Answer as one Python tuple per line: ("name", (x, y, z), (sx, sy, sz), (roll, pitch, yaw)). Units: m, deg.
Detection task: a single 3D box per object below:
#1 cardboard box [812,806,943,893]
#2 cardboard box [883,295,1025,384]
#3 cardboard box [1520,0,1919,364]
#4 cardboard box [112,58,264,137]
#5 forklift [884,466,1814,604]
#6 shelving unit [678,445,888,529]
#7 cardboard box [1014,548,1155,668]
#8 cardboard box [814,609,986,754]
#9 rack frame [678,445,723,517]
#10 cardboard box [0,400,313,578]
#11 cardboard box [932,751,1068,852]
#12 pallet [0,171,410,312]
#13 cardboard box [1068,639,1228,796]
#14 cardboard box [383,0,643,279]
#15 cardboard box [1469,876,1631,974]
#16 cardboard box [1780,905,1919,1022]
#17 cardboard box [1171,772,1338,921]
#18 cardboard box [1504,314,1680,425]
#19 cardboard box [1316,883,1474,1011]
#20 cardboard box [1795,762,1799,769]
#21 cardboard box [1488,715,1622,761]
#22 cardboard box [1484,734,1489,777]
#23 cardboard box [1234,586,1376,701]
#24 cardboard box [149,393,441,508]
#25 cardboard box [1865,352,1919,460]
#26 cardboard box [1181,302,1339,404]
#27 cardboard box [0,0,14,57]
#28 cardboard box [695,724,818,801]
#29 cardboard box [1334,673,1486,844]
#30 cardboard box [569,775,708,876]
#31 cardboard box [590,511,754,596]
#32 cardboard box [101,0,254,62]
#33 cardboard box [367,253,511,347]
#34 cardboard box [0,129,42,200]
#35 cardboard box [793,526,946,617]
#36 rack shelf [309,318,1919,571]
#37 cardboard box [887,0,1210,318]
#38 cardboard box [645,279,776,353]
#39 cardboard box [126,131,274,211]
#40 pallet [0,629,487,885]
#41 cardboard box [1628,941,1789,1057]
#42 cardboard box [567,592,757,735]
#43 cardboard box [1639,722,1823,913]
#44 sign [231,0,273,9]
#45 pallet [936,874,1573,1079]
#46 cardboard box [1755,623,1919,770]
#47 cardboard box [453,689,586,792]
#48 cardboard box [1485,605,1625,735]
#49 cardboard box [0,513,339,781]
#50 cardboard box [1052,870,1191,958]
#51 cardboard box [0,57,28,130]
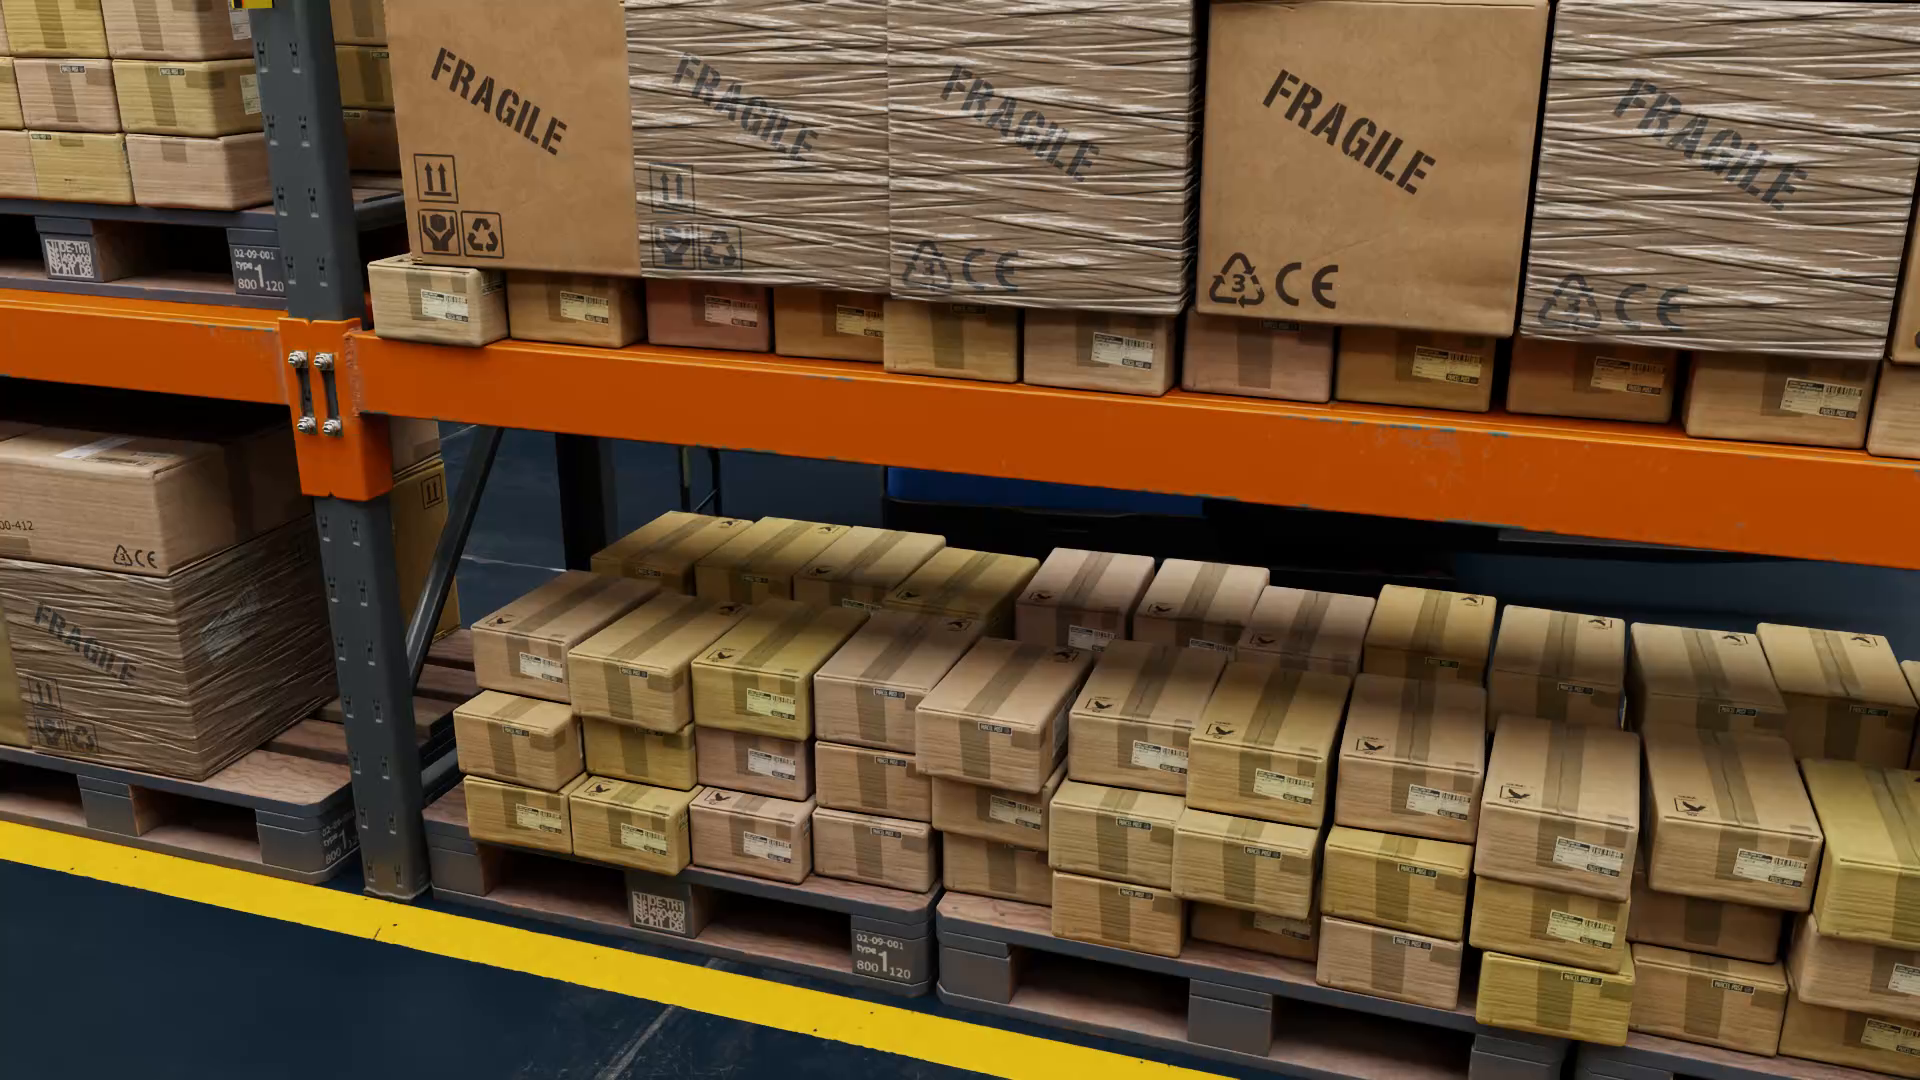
("cardboard box", (-0.127, 0.578, 3.553), (0.250, 0.149, 0.380), (6, 20, 17))
("cardboard box", (0.044, -0.413, 3.086), (0.250, 0.149, 0.380), (7, 20, 19))
("cardboard box", (1.177, -0.593, 2.617), (0.500, 0.500, 0.500), (7, 20, 18))
("cardboard box", (-1.566, -0.962, 3.570), (0.250, 0.149, 0.380), (7, 20, 20))
("forklift", (1.309, -1.309, 5.379), (3.031, 2.935, 1.130), (3, 19, 9))
("shelving unit", (-0.587, -0.716, 5.853), (0.755, 1.500, 0.431), (3, 19, 9))
("cardboard box", (0.294, 0.157, 3.857), (0.250, 0.149, 0.380), (6, 20, 15))
("cardboard box", (-0.118, 0.290, 3.477), (0.250, 0.149, 0.380), (6, 20, 17))
("rack frame", (-0.948, -0.736, 5.909), (0.023, 1.500, 0.400), (3, 19, 9))
("cardboard box", (-1.912, -0.134, 3.924), (0.500, 0.250, 0.500), (6, 20, 17))
("cardboard box", (0.129, 0.468, 3.419), (0.250, 0.149, 0.380), (8, 21, 21))
("pallet", (-1.799, -0.797, 4.098), (1.213, 0.211, 1.003), (7, 20, 18))
("cardboard box", (0.380, 0.346, 3.314), (0.250, 0.149, 0.380), (6, 20, 16))
("cardboard box", (-0.740, -0.816, 3.256), (0.500, 0.500, 0.500), (6, 20, 17))
("cardboard box", (1.076, 0.604, 3.029), (0.250, 0.149, 0.380), (7, 20, 19))
("cardboard box", (1.570, 0.656, 2.880), (0.250, 0.149, 0.380), (6, 20, 16))
("cardboard box", (0.571, 0.549, 3.185), (0.250, 0.149, 0.380), (7, 20, 19))
("cardboard box", (1.065, -0.323, 2.828), (0.250, 0.149, 0.380), (6, 20, 16))
("cardboard box", (0.839, 0.710, 3.176), (0.250, 0.149, 0.380), (7, 20, 19))
("cardboard box", (1.742, 0.497, 3.335), (0.250, 0.149, 0.380), (7, 20, 19))
("cardboard box", (1.254, 0.436, 3.508), (0.250, 0.149, 0.380), (6, 20, 15))
("cardboard box", (1.068, 0.523, 3.713), (0.250, 0.149, 0.380), (6, 20, 15))
("cardboard box", (0.751, 0.243, 3.610), (0.250, 0.149, 0.380), (7, 20, 18))
("cardboard box", (-1.737, -0.294, 4.383), (0.500, 0.250, 0.500), (6, 20, 16))
("cardboard box", (1.539, -0.238, 2.583), (0.250, 0.149, 0.380), (7, 20, 20))
("cardboard box", (0.563, -0.367, 2.955), (0.250, 0.149, 0.380), (7, 21, 20))
("cardboard box", (-2.066, -1.161, 3.688), (0.250, 0.149, 0.380), (6, 20, 16))
("cardboard box", (-0.377, 0.401, 3.611), (0.250, 0.149, 0.380), (6, 20, 18))
("cardboard box", (0.857, 0.405, 3.147), (0.250, 0.149, 0.380), (6, 20, 16))
("cardboard box", (-0.635, 0.556, 3.618), (0.250, 0.149, 0.380), (7, 20, 20))
("cardboard box", (-0.704, 0.064, 4.124), (0.250, 0.149, 0.380), (7, 20, 20))
("cardboard box", (-1.568, -1.103, 3.524), (0.250, 0.149, 0.380), (8, 21, 21))
("cardboard box", (-0.965, -0.509, 3.361), (0.250, 0.149, 0.380), (7, 21, 20))
("cardboard box", (-2.046, -0.876, 3.777), (0.250, 0.149, 0.380), (6, 20, 18))
("cardboard box", (-0.212, 0.104, 4.009), (0.250, 0.149, 0.380), (6, 20, 18))
("rack shelf", (0.764, -0.204, 3.198), (4.000, 0.370, 1.077), (7, 20, 18))
("cardboard box", (0.194, -0.699, 2.921), (0.500, 0.500, 0.500), (6, 20, 17))
("cardboard box", (-0.428, -0.492, 3.312), (0.250, 0.149, 0.380), (6, 20, 16))
("cardboard box", (-1.565, -0.821, 3.618), (0.250, 0.149, 0.380), (6, 20, 17))
("pallet", (-1.861, 0.473, 4.398), (1.213, 0.211, 1.003), (7, 20, 18))
("cardboard box", (1.353, 0.754, 3.050), (0.250, 0.149, 0.380), (7, 20, 19))
("cardboard box", (-0.627, 0.257, 3.572), (0.250, 0.149, 0.380), (8, 21, 21))
("cardboard box", (1.341, 0.479, 2.933), (0.250, 0.149, 0.380), (6, 20, 16))
("sign", (-1.304, -1.134, 3.013), (0.005, 0.325, 0.100), (7, 20, 18))
("pallet", (0.677, 0.749, 3.605), (1.213, 0.211, 1.003), (7, 20, 18))
("cardboard box", (1.774, 0.317, 3.398), (0.250, 0.149, 0.380), (6, 20, 18))
("cardboard box", (-0.888, 0.386, 3.653), (0.250, 0.149, 0.380), (8, 21, 21))
("cardboard box", (1.254, 0.283, 3.495), (0.250, 0.149, 0.380), (7, 21, 20))
("cardboard box", (-1.907, 0.220, 4.046), (0.500, 0.500, 0.500), (6, 20, 17))
("cardboard box", (0.352, 0.655, 3.334), (0.250, 0.149, 0.380), (6, 20, 17))
("cardboard box", (-2.049, -1.018, 3.730), (0.250, 0.149, 0.380), (7, 21, 20))
